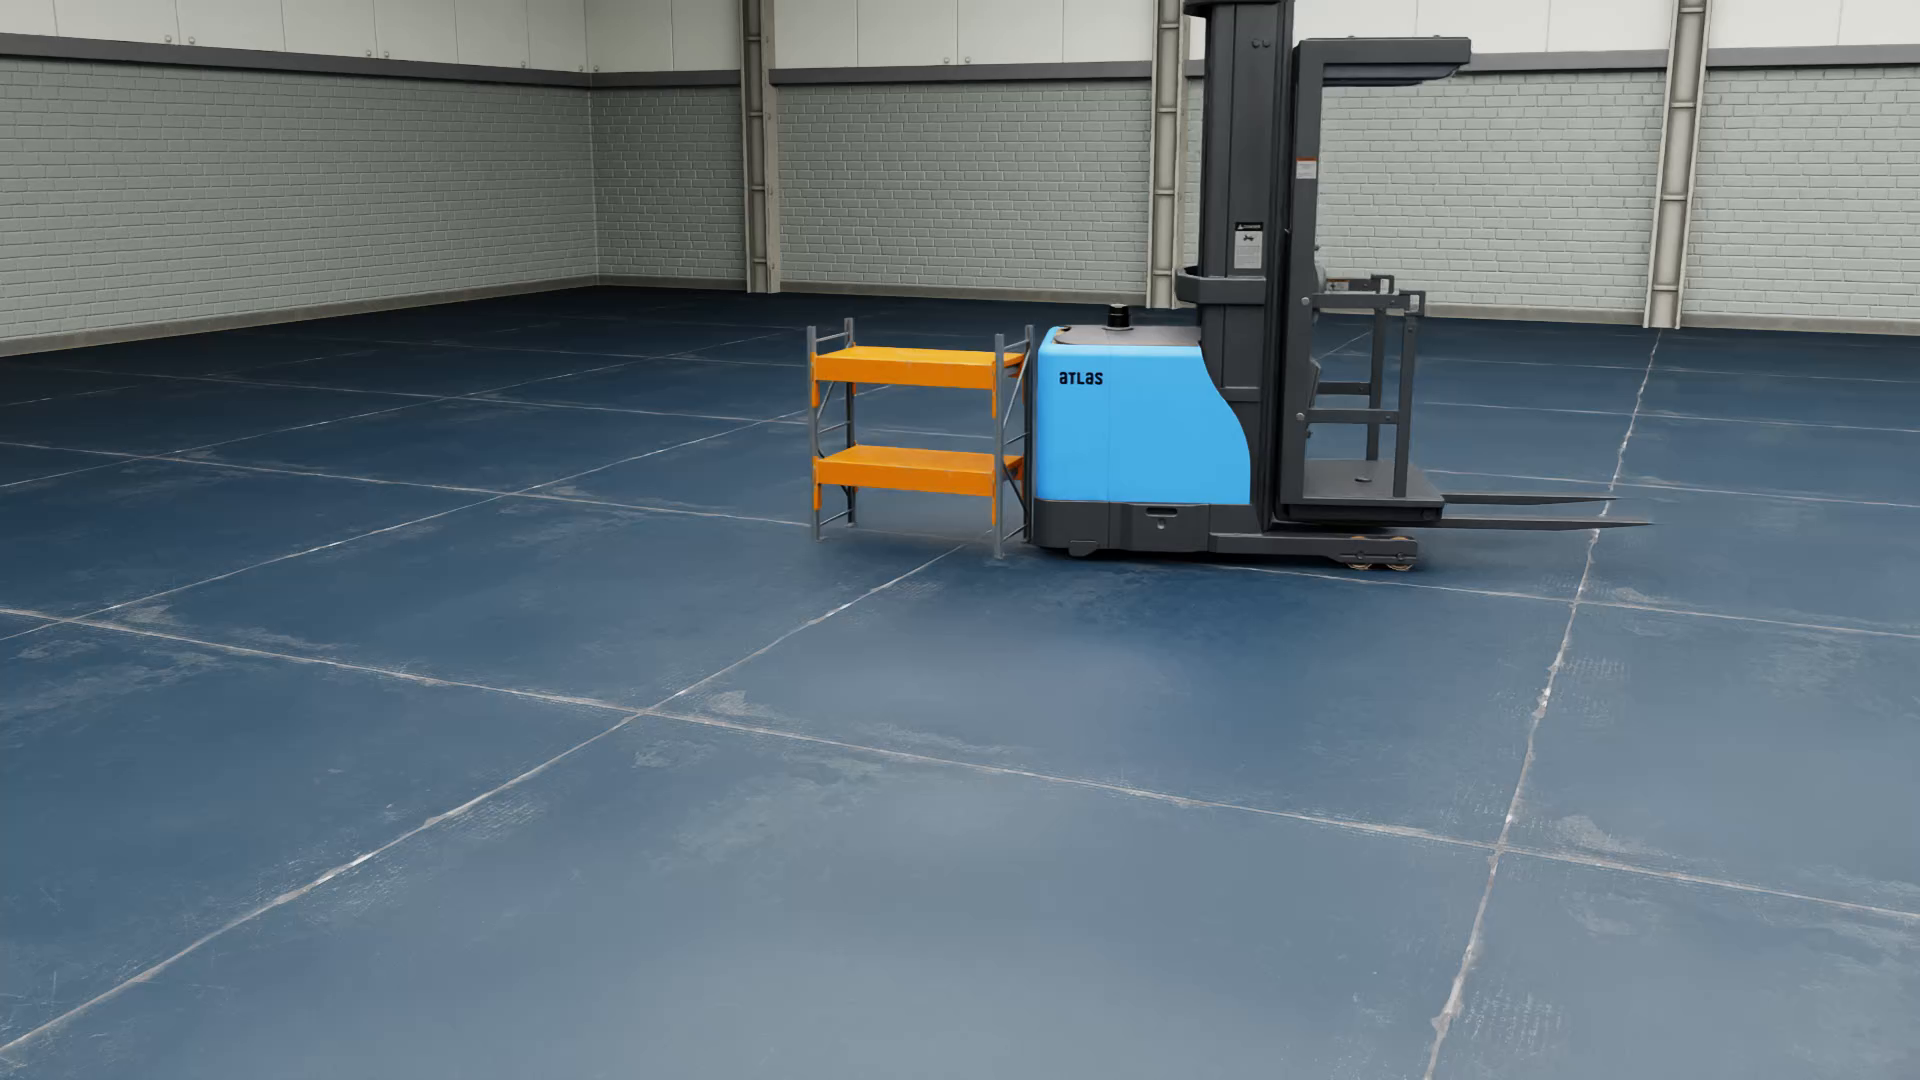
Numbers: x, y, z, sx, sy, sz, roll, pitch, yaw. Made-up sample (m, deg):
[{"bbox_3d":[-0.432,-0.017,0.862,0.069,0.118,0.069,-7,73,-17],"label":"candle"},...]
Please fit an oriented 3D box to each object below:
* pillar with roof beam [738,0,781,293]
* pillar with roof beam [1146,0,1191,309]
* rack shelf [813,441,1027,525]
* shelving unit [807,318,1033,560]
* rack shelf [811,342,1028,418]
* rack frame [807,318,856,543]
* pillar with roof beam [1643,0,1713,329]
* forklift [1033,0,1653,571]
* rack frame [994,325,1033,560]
[{"bbox_3d":[-4.575,-7.065,19.164,0.400,9.000,9.100,6,14,23],"label":"pillar with roof beam"},{"bbox_3d":[0.911,-6.510,16.798,0.400,9.000,9.100,6,14,23],"label":"pillar with roof beam"},{"bbox_3d":[-0.200,-0.307,8.673,1.000,0.278,0.538,5,14,20],"label":"rack shelf"},{"bbox_3d":[-0.200,-0.545,8.617,1.048,1.125,0.538,5,14,20],"label":"shelving unit"},{"bbox_3d":[-0.200,-0.830,8.550,1.000,0.278,0.538,5,14,20],"label":"rack shelf"},{"bbox_3d":[-0.675,-0.587,8.795,0.032,1.125,0.500,5,14,20],"label":"rack frame"},{"bbox_3d":[6.397,-5.954,14.432,0.400,9.000,9.100,6,14,23],"label":"pillar with roof beam"},{"bbox_3d":[1.920,-1.404,8.321,3.031,2.935,1.130,1,13,6],"label":"forklift"},{"bbox_3d":[0.274,-0.504,8.440,0.032,1.125,0.500,5,14,20],"label":"rack frame"}]
